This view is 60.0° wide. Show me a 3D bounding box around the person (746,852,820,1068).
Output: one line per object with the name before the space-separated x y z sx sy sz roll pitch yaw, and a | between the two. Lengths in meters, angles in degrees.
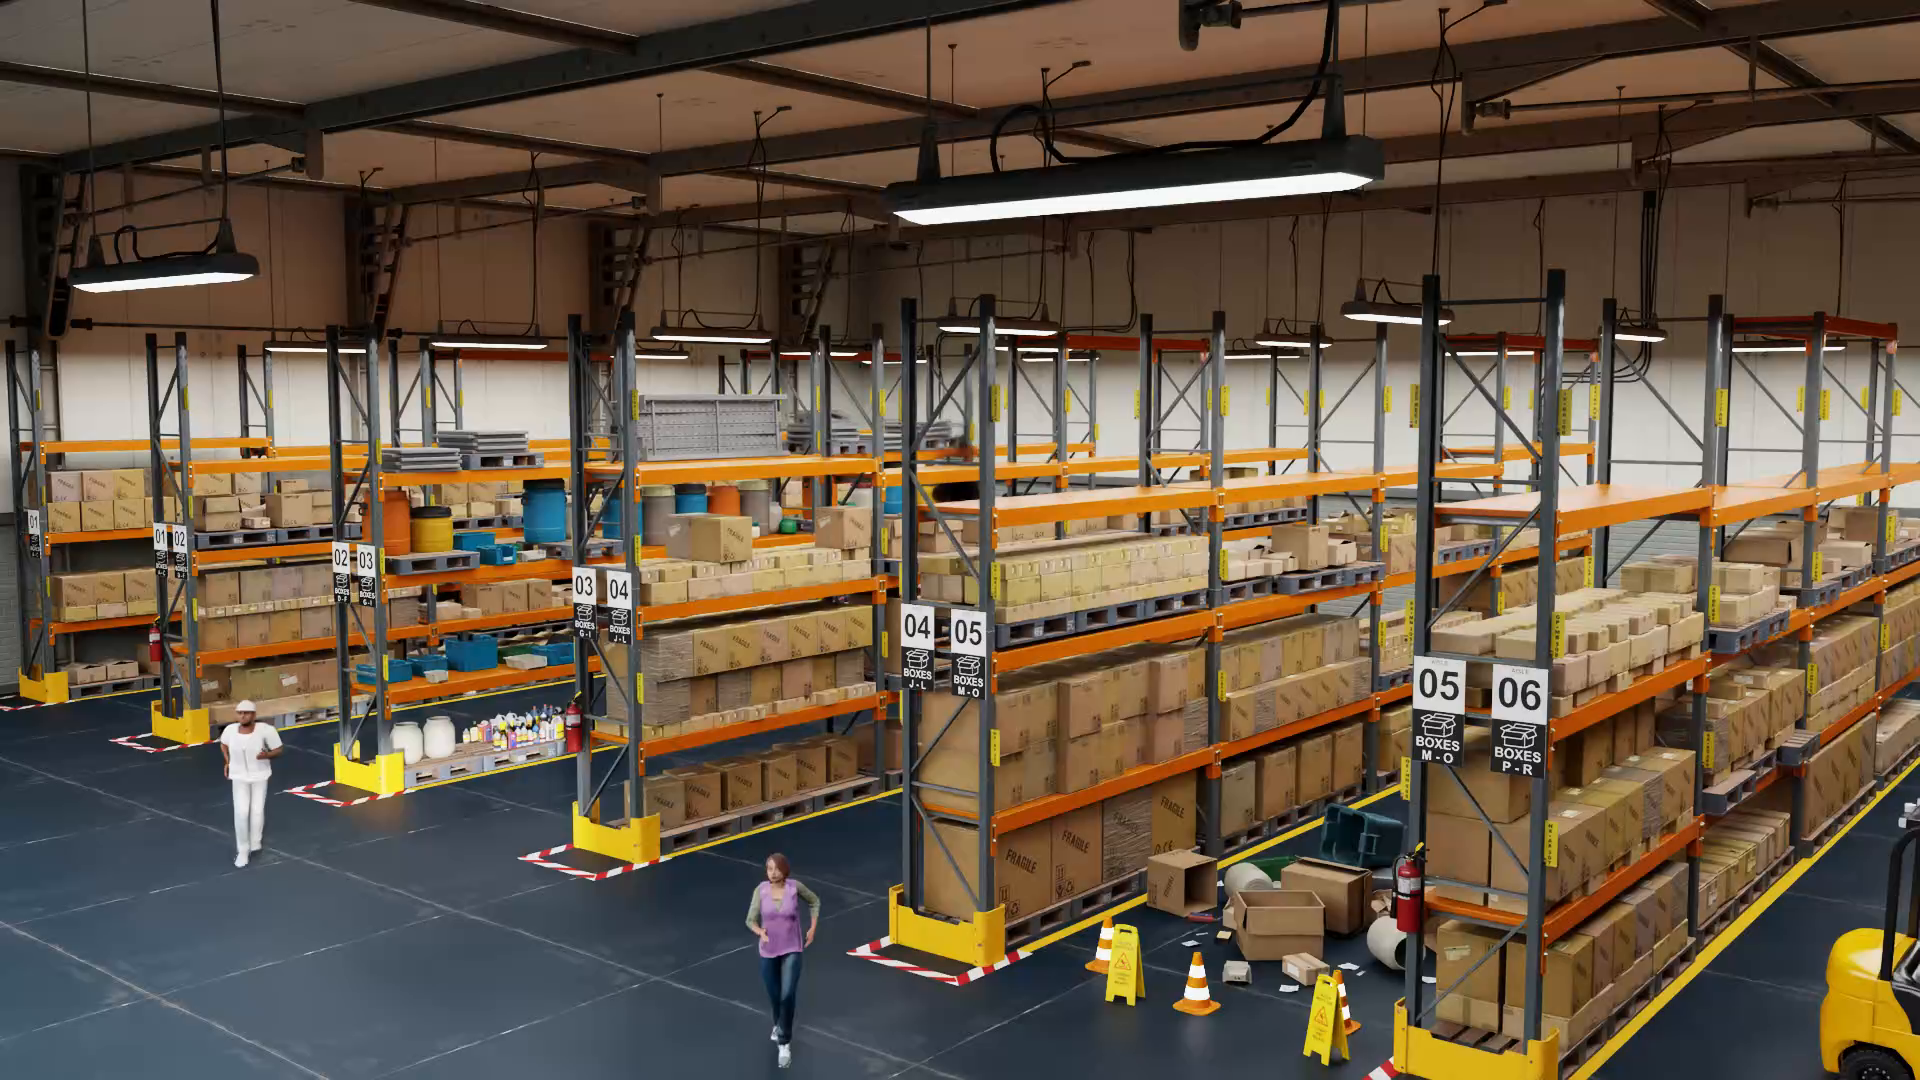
person | -1.384 3.223 12.918 0.541 1.614 0.703 0 5 5

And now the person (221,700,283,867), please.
person | -7.789 2.659 18.298 0.661 1.834 0.765 -2 5 -18
